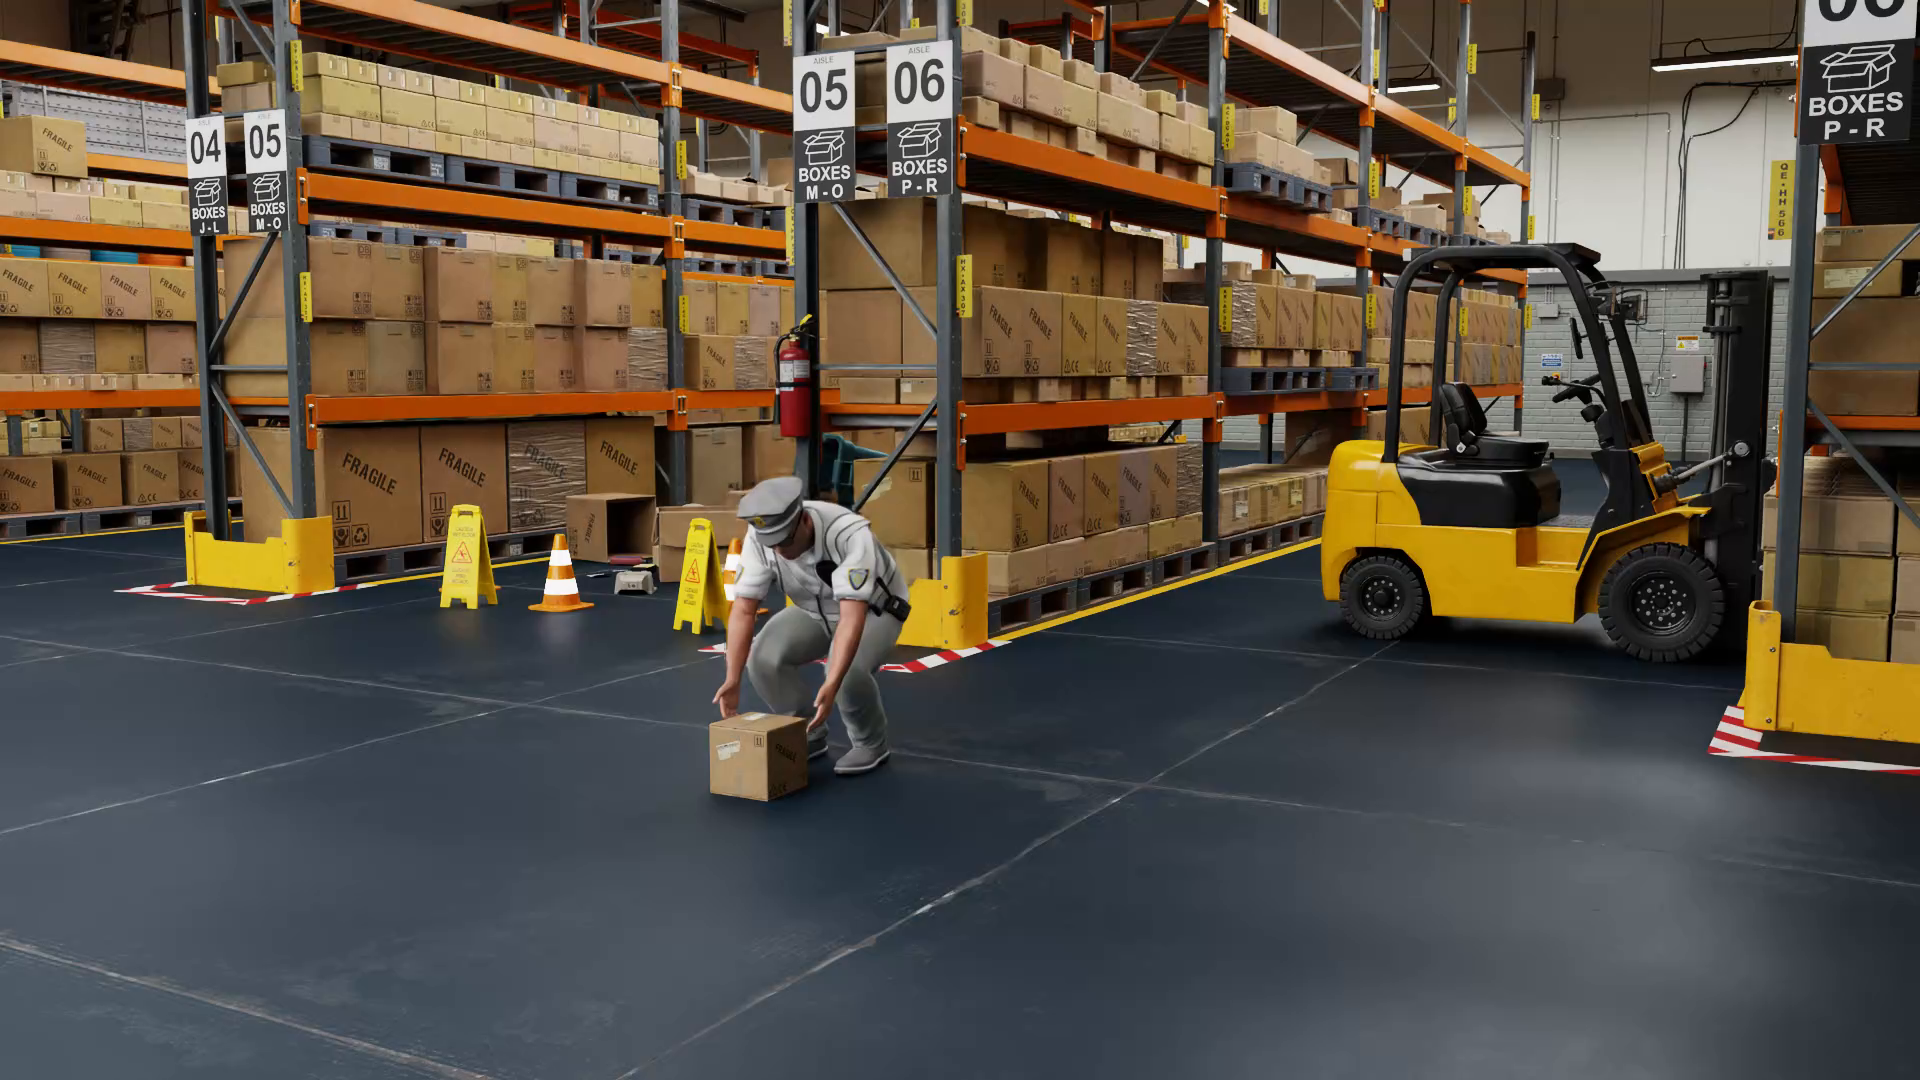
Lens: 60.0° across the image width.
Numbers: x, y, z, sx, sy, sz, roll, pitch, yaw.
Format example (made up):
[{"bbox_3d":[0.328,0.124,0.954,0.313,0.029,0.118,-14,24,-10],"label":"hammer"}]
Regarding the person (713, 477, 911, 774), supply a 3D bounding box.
[{"bbox_3d":[-0.511,0.309,6.183,0.569,1.124,0.923,3,7,28],"label":"person"}]
